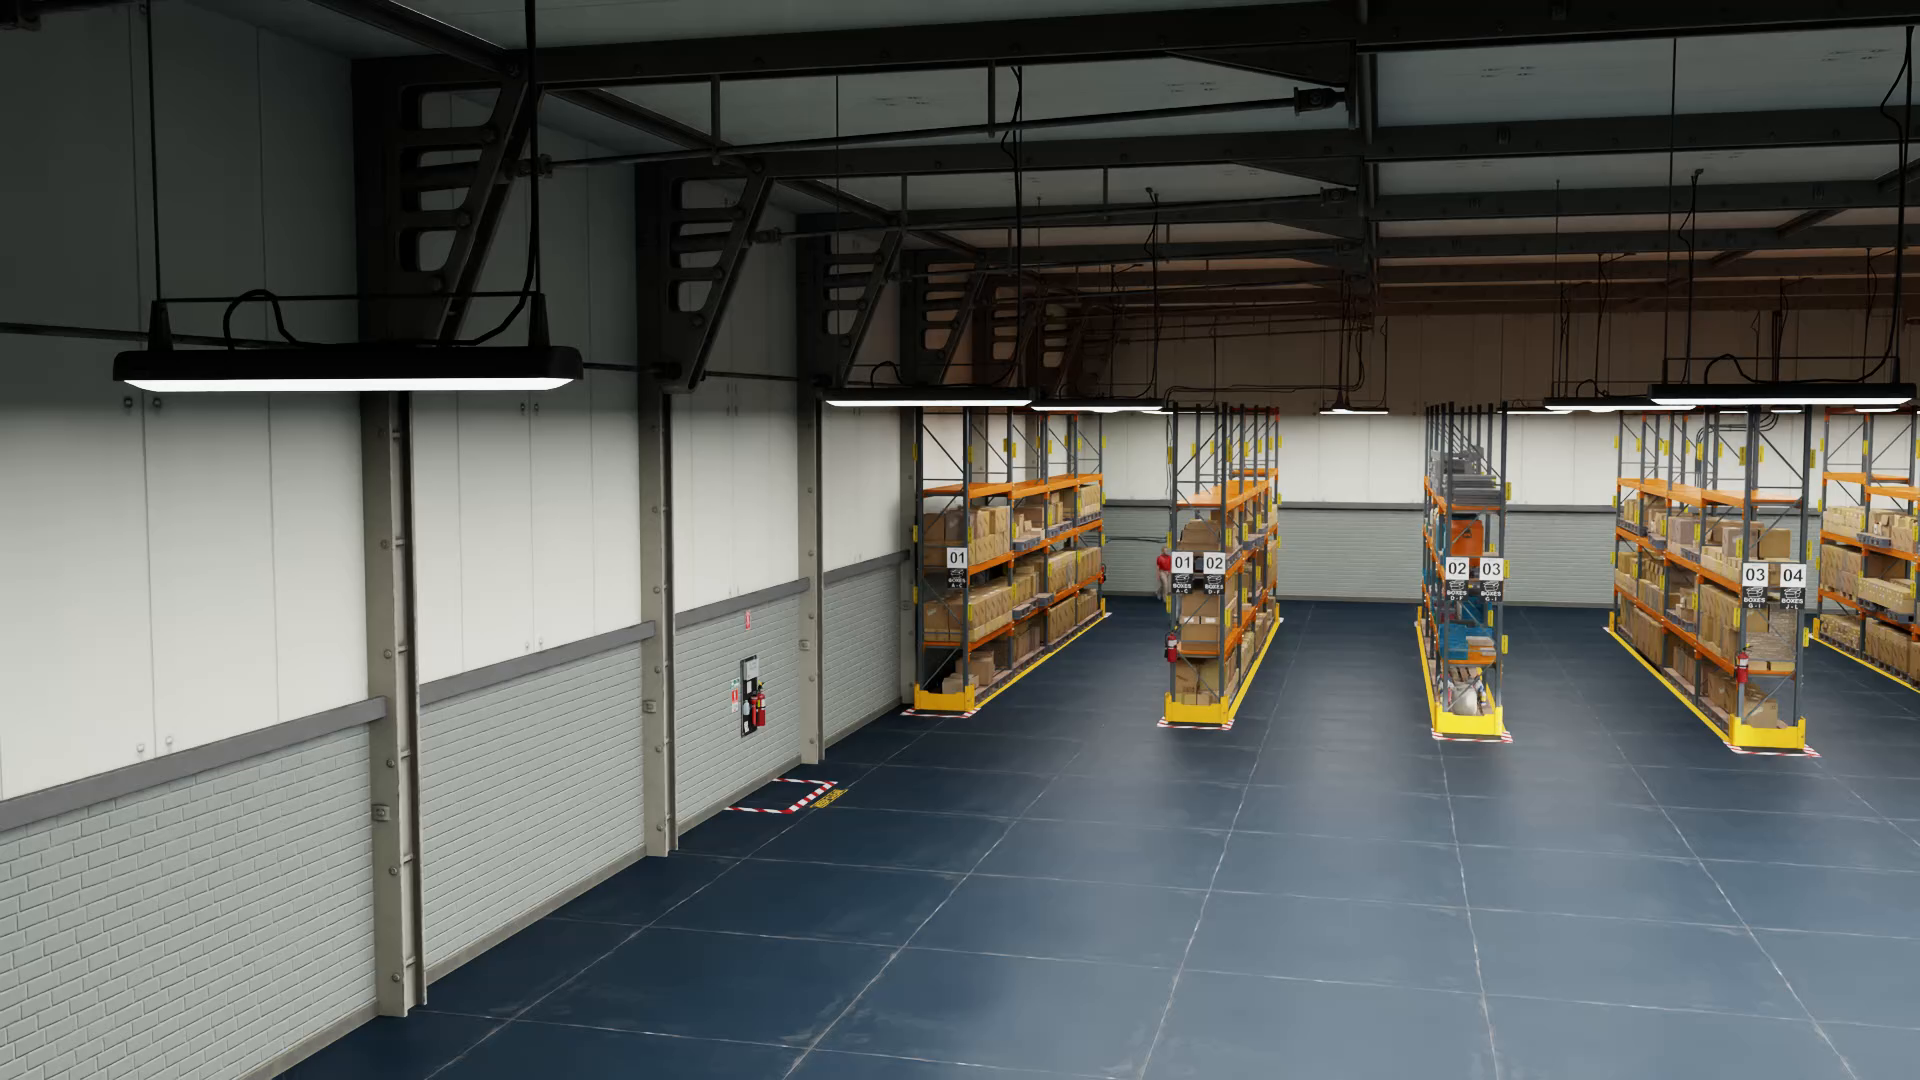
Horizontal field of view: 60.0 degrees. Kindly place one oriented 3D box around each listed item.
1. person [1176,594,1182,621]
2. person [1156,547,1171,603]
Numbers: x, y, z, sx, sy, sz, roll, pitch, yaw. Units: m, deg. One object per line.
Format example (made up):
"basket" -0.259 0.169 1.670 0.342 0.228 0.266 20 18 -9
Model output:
"person" 6.190 1.481 46.615 0.451 1.722 0.555 -2 5 -27
"person" 6.299 1.064 51.333 0.527 1.698 0.781 -3 5 -37
